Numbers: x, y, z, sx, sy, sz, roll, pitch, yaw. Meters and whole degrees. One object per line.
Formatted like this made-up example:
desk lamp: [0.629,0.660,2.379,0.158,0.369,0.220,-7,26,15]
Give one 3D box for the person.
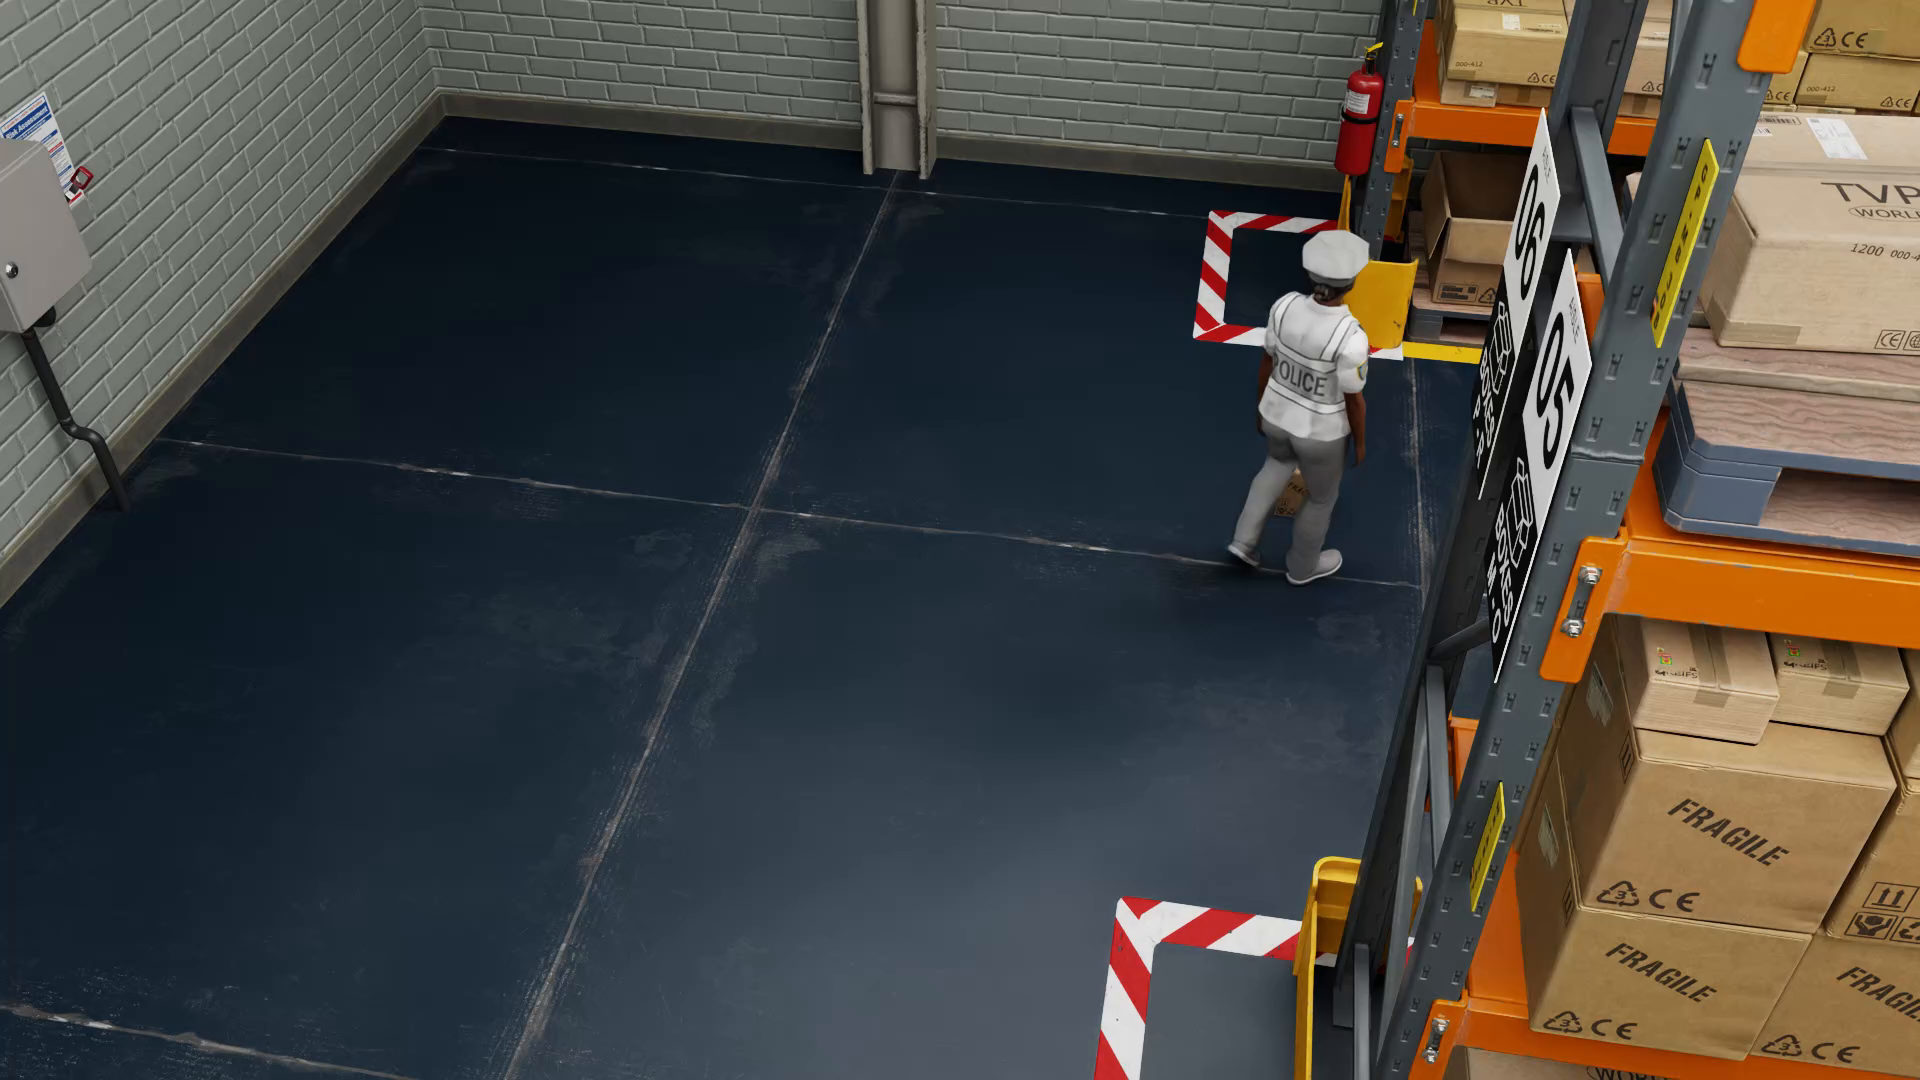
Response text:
person: [1.430,-0.483,6.725,0.463,1.701,0.470,-32,50,-32]
